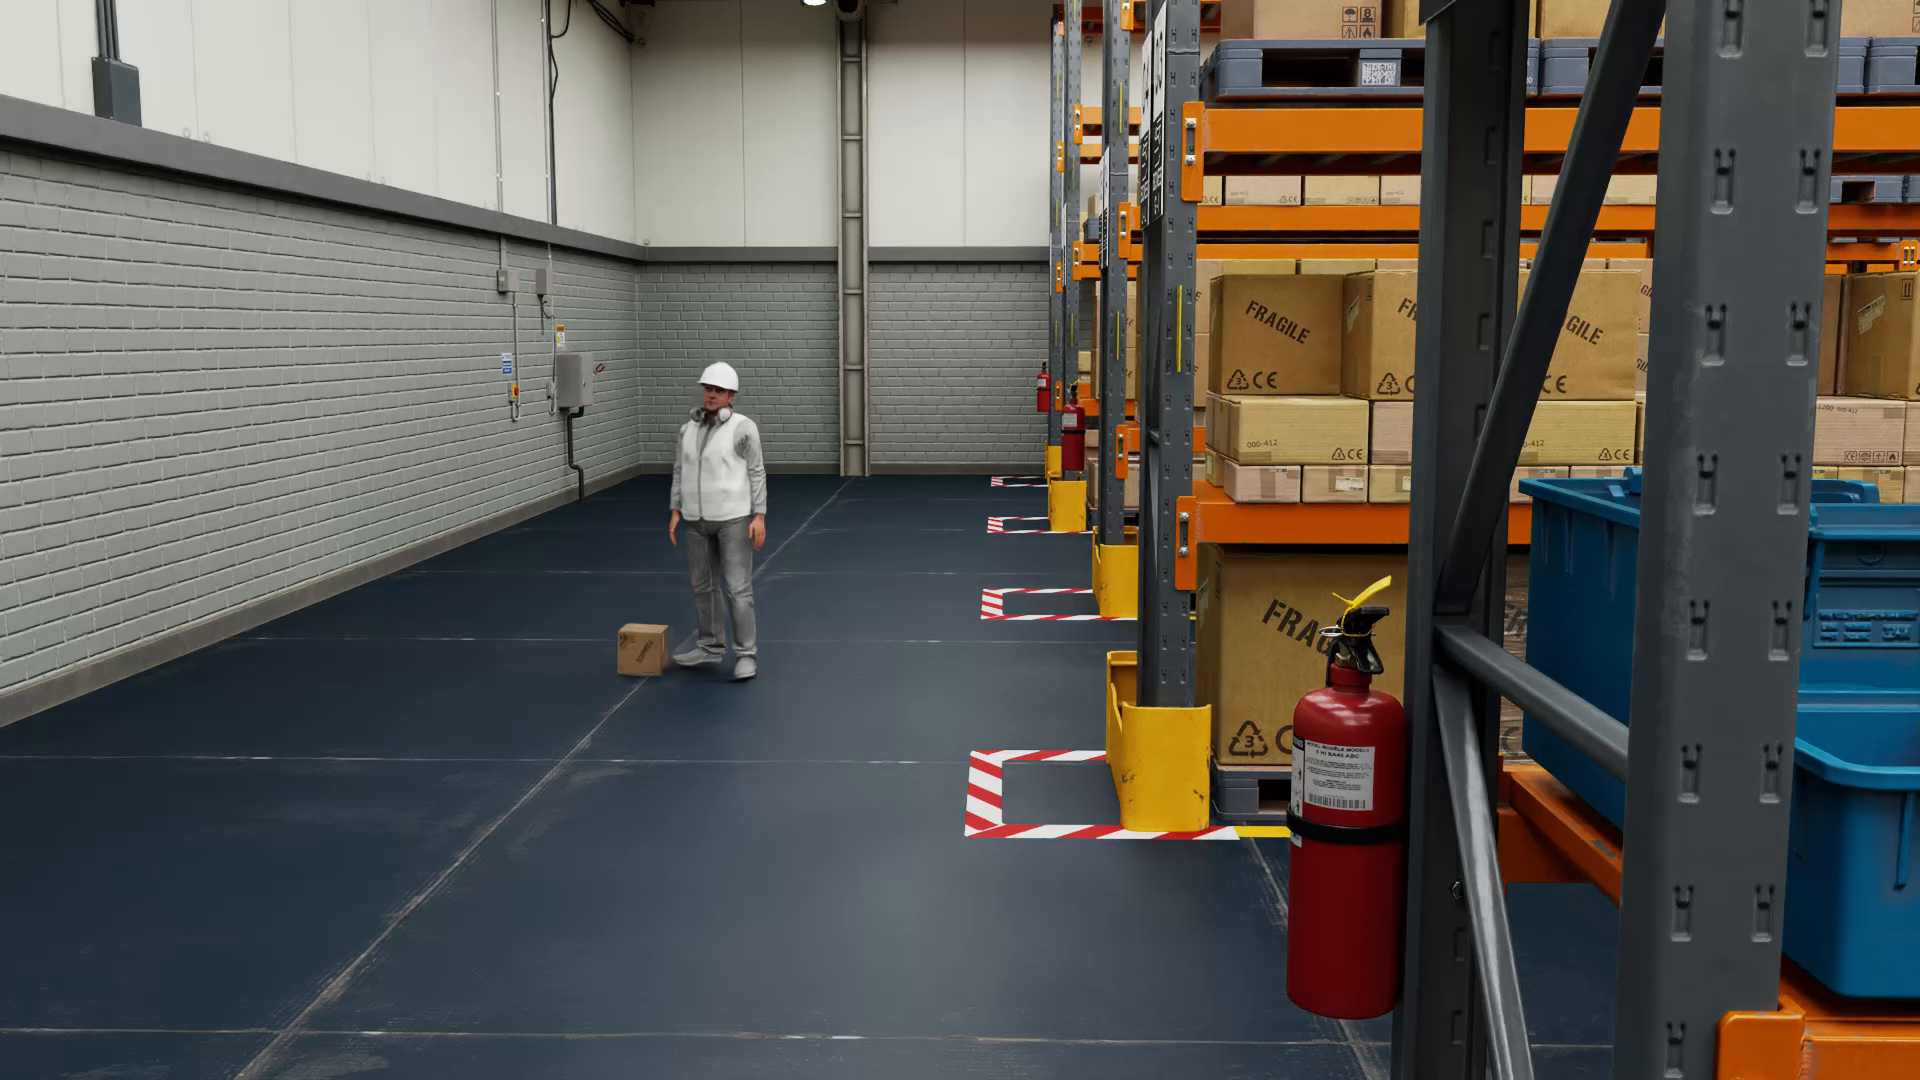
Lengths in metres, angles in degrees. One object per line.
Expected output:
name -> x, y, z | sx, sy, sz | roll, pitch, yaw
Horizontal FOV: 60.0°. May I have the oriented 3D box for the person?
person -> -1.406, -0.118, 9.500 | 0.641, 1.775, 0.408 | 4, 8, 27
